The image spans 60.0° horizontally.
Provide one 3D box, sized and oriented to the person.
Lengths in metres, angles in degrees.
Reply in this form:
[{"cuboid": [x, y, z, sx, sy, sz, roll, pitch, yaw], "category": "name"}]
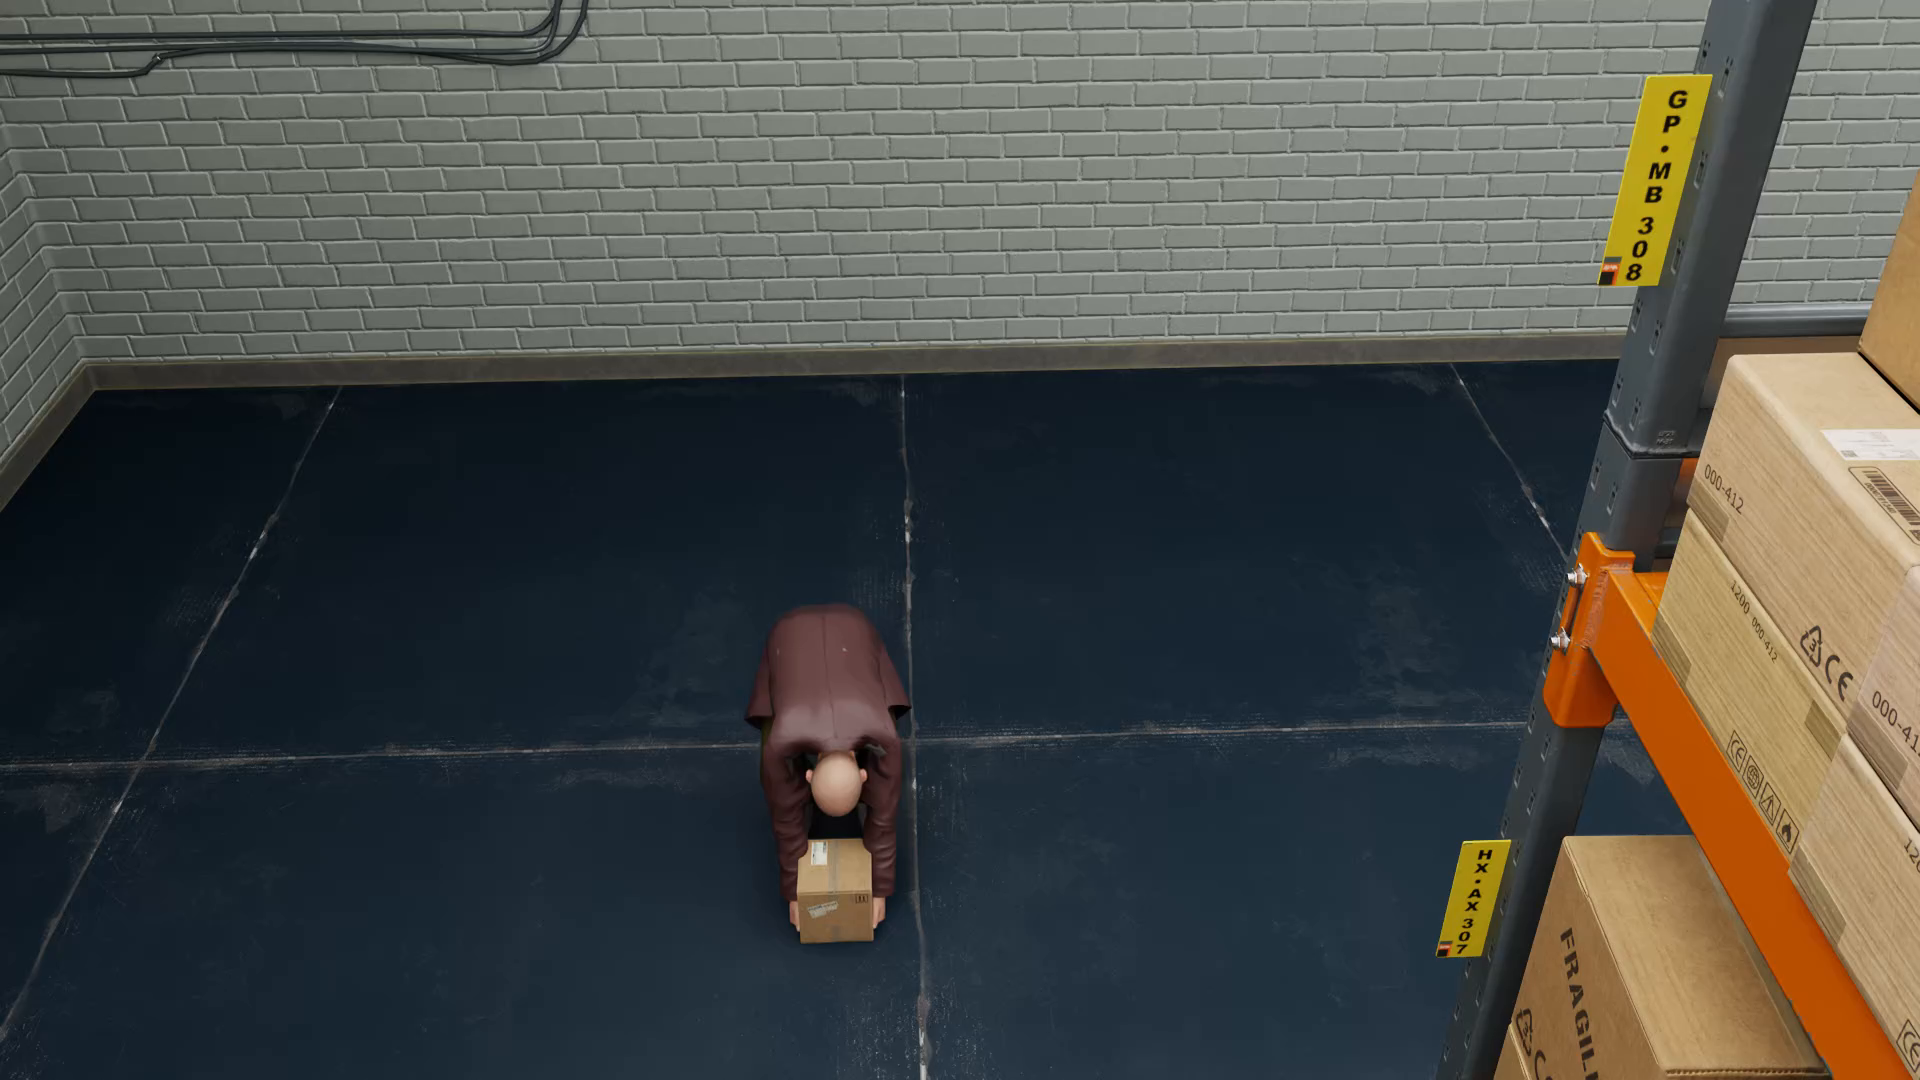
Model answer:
[{"cuboid": [-0.455, 0.764, 5.845, 0.594, 0.911, 0.952, -3, 35, -4], "category": "person"}]
